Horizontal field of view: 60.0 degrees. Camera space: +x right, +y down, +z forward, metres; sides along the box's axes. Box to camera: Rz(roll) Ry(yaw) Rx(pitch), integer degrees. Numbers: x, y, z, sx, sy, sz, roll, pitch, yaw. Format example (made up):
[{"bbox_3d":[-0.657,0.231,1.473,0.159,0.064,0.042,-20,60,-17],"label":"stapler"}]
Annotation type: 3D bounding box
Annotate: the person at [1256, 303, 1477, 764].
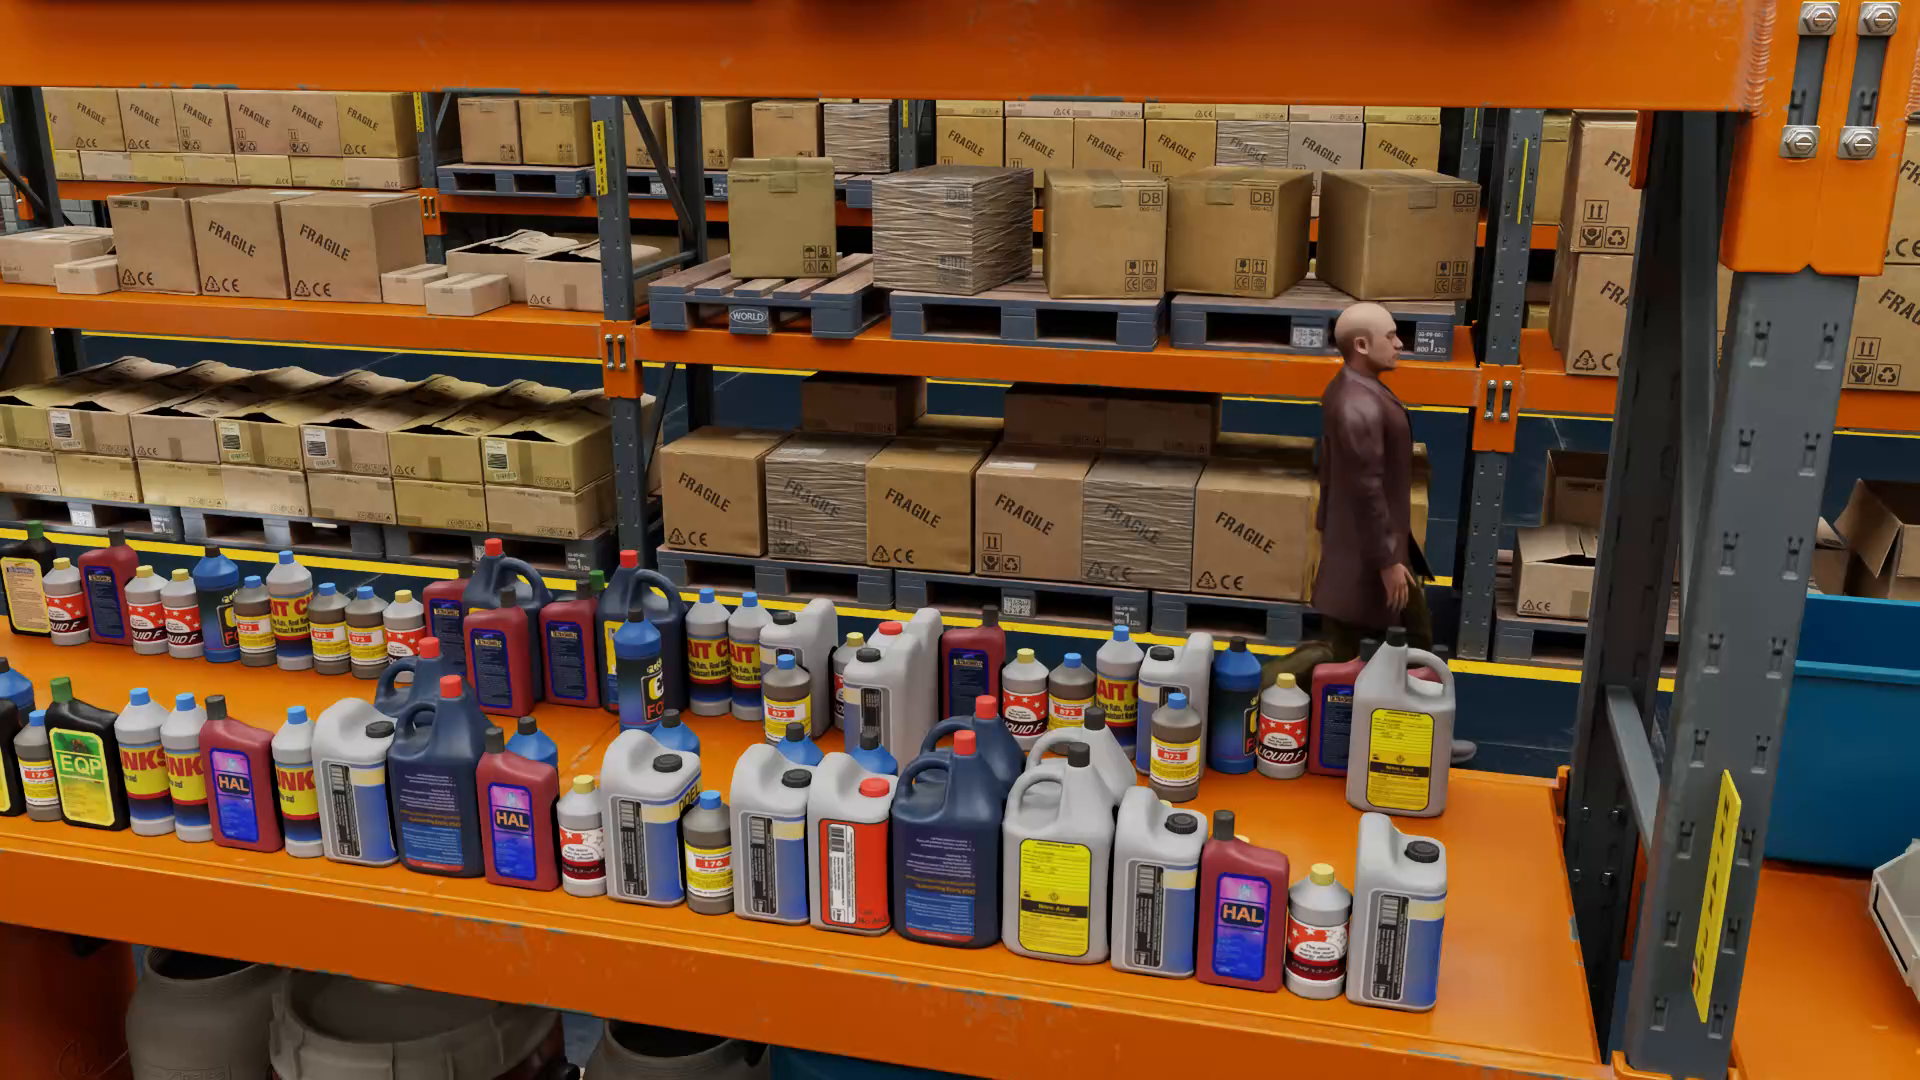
[{"bbox_3d":[1.430,0.018,6.005,1.012,1.741,0.605,3,18,10],"label":"person"}]
